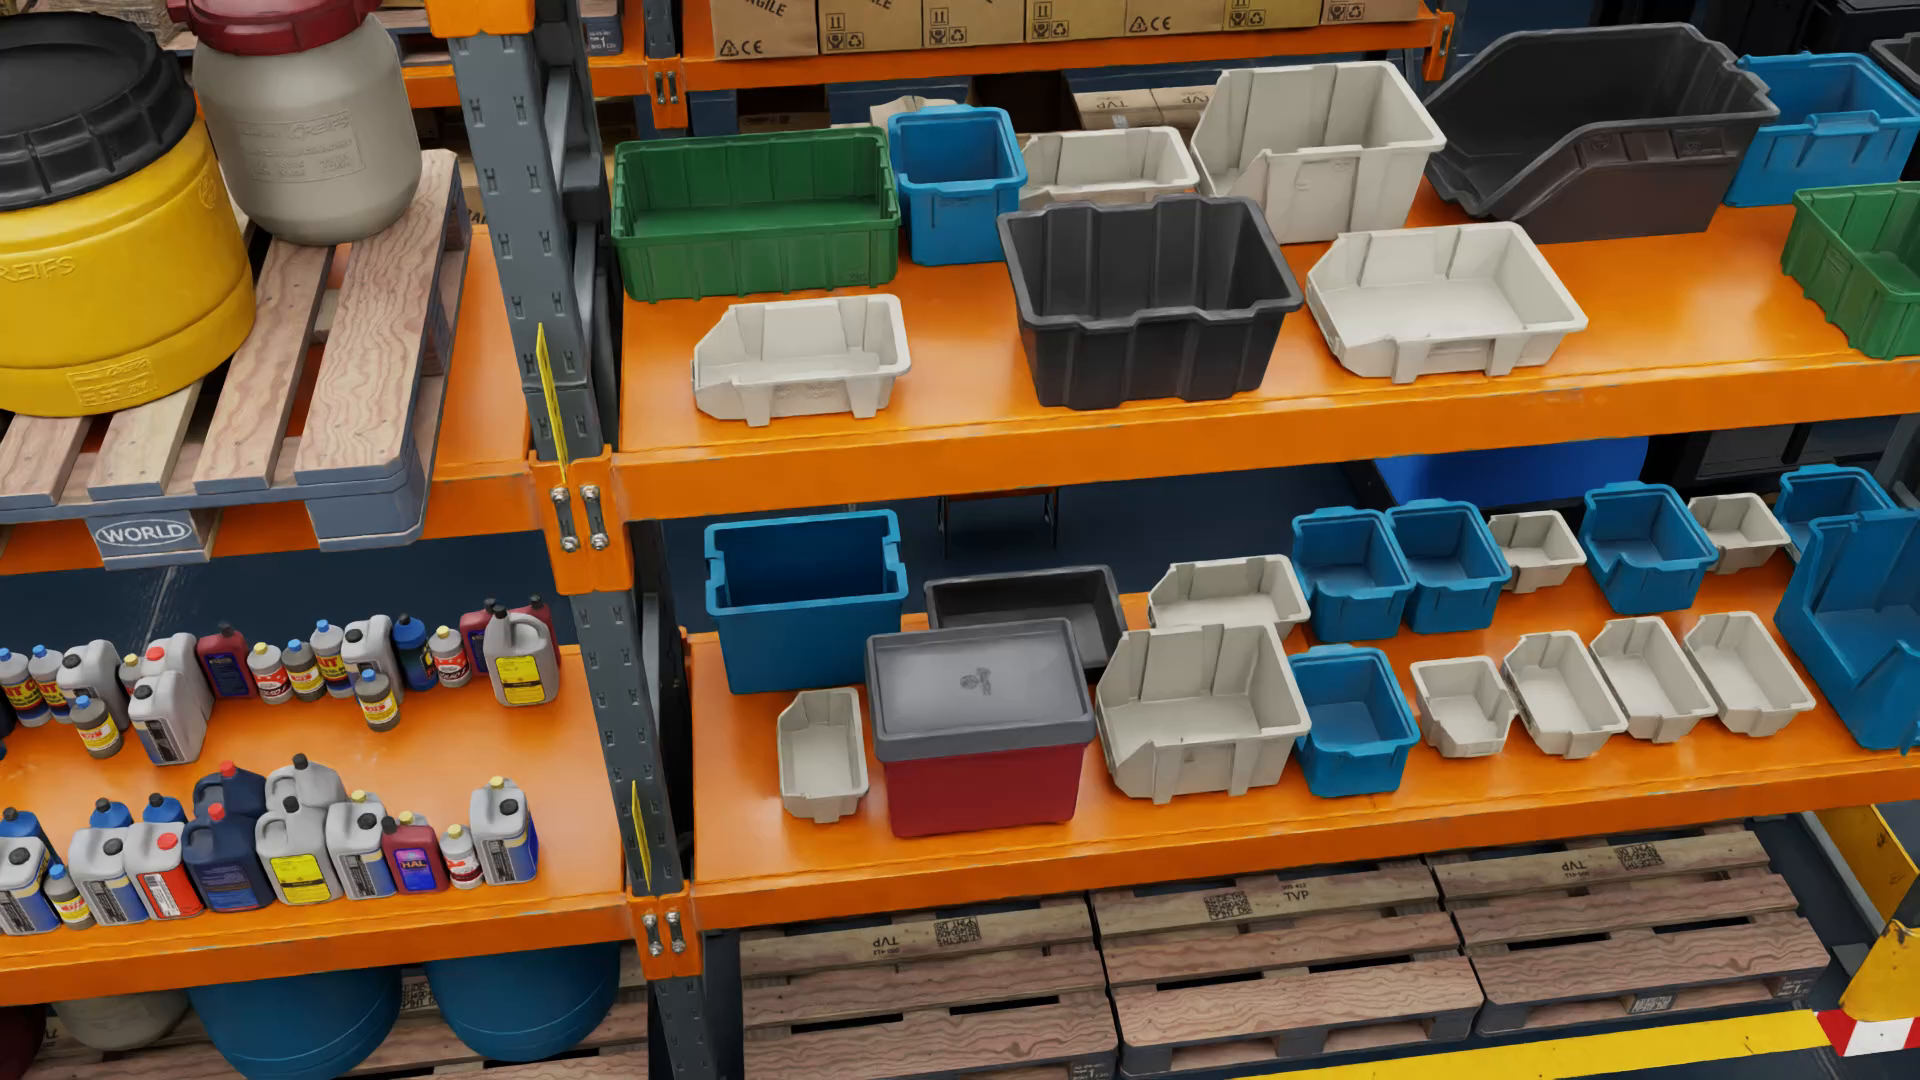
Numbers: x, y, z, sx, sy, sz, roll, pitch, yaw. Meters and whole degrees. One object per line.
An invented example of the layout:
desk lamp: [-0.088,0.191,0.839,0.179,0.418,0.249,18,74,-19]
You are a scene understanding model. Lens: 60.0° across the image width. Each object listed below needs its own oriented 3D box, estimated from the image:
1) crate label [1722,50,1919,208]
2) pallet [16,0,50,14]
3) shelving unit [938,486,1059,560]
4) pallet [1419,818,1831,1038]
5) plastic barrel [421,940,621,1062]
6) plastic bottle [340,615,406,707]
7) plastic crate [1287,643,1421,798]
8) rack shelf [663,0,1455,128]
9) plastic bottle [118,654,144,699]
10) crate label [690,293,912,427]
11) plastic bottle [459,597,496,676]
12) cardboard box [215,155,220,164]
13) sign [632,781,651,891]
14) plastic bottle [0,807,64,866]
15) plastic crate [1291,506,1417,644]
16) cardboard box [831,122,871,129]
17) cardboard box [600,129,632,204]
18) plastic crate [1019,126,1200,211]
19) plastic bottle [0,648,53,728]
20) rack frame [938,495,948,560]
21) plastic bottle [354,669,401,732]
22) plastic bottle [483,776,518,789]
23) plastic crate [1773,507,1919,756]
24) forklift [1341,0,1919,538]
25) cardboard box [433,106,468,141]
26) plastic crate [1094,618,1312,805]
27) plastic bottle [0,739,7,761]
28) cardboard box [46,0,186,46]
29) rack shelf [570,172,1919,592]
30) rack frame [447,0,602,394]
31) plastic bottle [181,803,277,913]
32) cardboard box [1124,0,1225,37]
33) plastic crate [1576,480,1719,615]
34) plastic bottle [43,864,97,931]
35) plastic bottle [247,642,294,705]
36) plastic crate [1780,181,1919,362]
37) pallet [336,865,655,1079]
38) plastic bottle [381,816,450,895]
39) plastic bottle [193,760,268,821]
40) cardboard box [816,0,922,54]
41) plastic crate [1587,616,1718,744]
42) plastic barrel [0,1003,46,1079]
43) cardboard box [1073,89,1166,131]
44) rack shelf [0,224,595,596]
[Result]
crate label: [2.138,-1.055,4.267,0.502,0.251,0.408,-5,42,-6]
pallet: [-4.813,-2.492,8.131,1.003,0.211,1.213,-5,42,-6]
shelving unit: [0.164,-0.460,7.079,0.503,1.200,0.258,-5,42,-6]
pallet: [2.272,1.219,5.956,1.213,0.211,1.003,-5,42,-6]
plastic barrel: [-1.413,1.144,5.210,0.708,0.901,0.600,-5,42,-6]
plastic bottle: [-1.742,0.350,4.930,0.135,0.276,0.152,-5,42,-6]
plastic crate: [1.092,0.526,4.722,0.300,0.233,0.416,-5,42,-6]
rack shelf: [0.473,-2.711,8.769,4.000,0.370,1.077,-5,42,-6]
plastic bottle: [-2.416,0.418,4.910,0.097,0.201,0.097,0,42,0]
crate label: [-0.349,-0.381,3.606,0.466,0.136,0.293,-5,42,-6]
plastic bottle: [-1.422,0.289,4.993,0.133,0.283,0.061,-5,42,-6]
cardboard box: [-3.971,-1.632,8.572,0.500,0.500,0.500,-6,42,-6]
sign: [-0.802,0.748,4.190,0.005,0.325,0.100,-5,42,-6]
plastic bottle: [-2.480,0.808,4.426,0.097,0.271,0.097,0,42,0]
plastic crate: [1.204,0.121,5.172,0.300,0.233,0.416,-5,42,-6]
cardboard box: [-0.618,-2.220,9.487,0.250,0.149,0.380,-5,42,-6]
cardboard box: [-1.962,-1.807,8.767,0.500,0.500,0.500,-5,42,-6]
plastic crate: [0.341,-0.894,4.174,0.466,0.136,0.293,-5,42,-6]
plastic bottle: [-2.743,0.421,4.855,0.097,0.271,0.097,0,42,0]
rack frame: [-0.078,-0.439,7.056,0.015,1.200,0.240,-5,42,-6]
plastic bottle: [-1.708,0.459,4.865,0.097,0.201,0.097,0,42,0]
plastic bottle: [-1.255,0.727,4.568,0.097,0.201,0.097,0,42,0]
plastic crate: [2.787,0.256,4.871,0.499,0.435,0.616,-5,42,-6]
forklift: [3.299,-1.462,6.898,3.031,2.935,1.130,-6,42,-7]
cardboard box: [-2.548,-2.106,9.098,0.500,0.500,0.500,-4,42,-5]
plastic crate: [0.667,0.497,4.719,0.530,0.282,0.437,-5,42,-6]
plastic bottle: [-2.821,0.525,4.739,0.097,0.271,0.097,0,42,0]
cardboard box: [-3.935,-2.733,7.867,0.500,0.500,0.700,2,42,3]
rack shelf: [1.112,-0.535,4.117,4.000,0.370,1.077,-5,42,-6]
rack frame: [-0.871,-1.742,2.678,0.127,3.000,1.000,-5,42,-6]
plastic bottle: [-1.924,0.817,4.357,0.185,0.351,0.144,-5,42,-6]
cardboard box: [1.038,-2.883,8.347,0.500,0.500,0.500,-5,42,-5]
plastic crate: [2.155,0.038,5.264,0.300,0.233,0.416,-5,42,-6]
plastic bottle: [-2.327,0.923,4.350,0.097,0.201,0.097,0,42,0]
plastic bottle: [-2.054,0.387,4.945,0.097,0.201,0.097,0,42,0]
plastic crate: [2.154,-0.622,3.834,0.336,0.188,0.450,-5,42,-6]
pallet: [-1.642,1.560,5.578,1.213,0.211,1.003,-5,42,-6]
plastic bottle: [-1.444,0.828,4.395,0.133,0.283,0.061,-5,42,-6]
plastic bottle: [-1.942,0.721,4.463,0.185,0.351,0.144,-5,42,-6]
cardboard box: [-0.462,-2.752,8.202,0.500,0.500,0.500,-4,42,-5]
plastic crate: [2.021,0.420,4.912,0.243,0.136,0.396,-5,42,-6]
plastic barrel: [-3.235,1.420,5.138,0.708,0.588,0.600,-5,42,-6]
cardboard box: [0.889,-2.349,9.554,0.500,0.250,0.500,-5,42,-6]
rack shelf: [-2.854,-0.188,3.731,4.000,0.370,1.077,-5,42,-6]
